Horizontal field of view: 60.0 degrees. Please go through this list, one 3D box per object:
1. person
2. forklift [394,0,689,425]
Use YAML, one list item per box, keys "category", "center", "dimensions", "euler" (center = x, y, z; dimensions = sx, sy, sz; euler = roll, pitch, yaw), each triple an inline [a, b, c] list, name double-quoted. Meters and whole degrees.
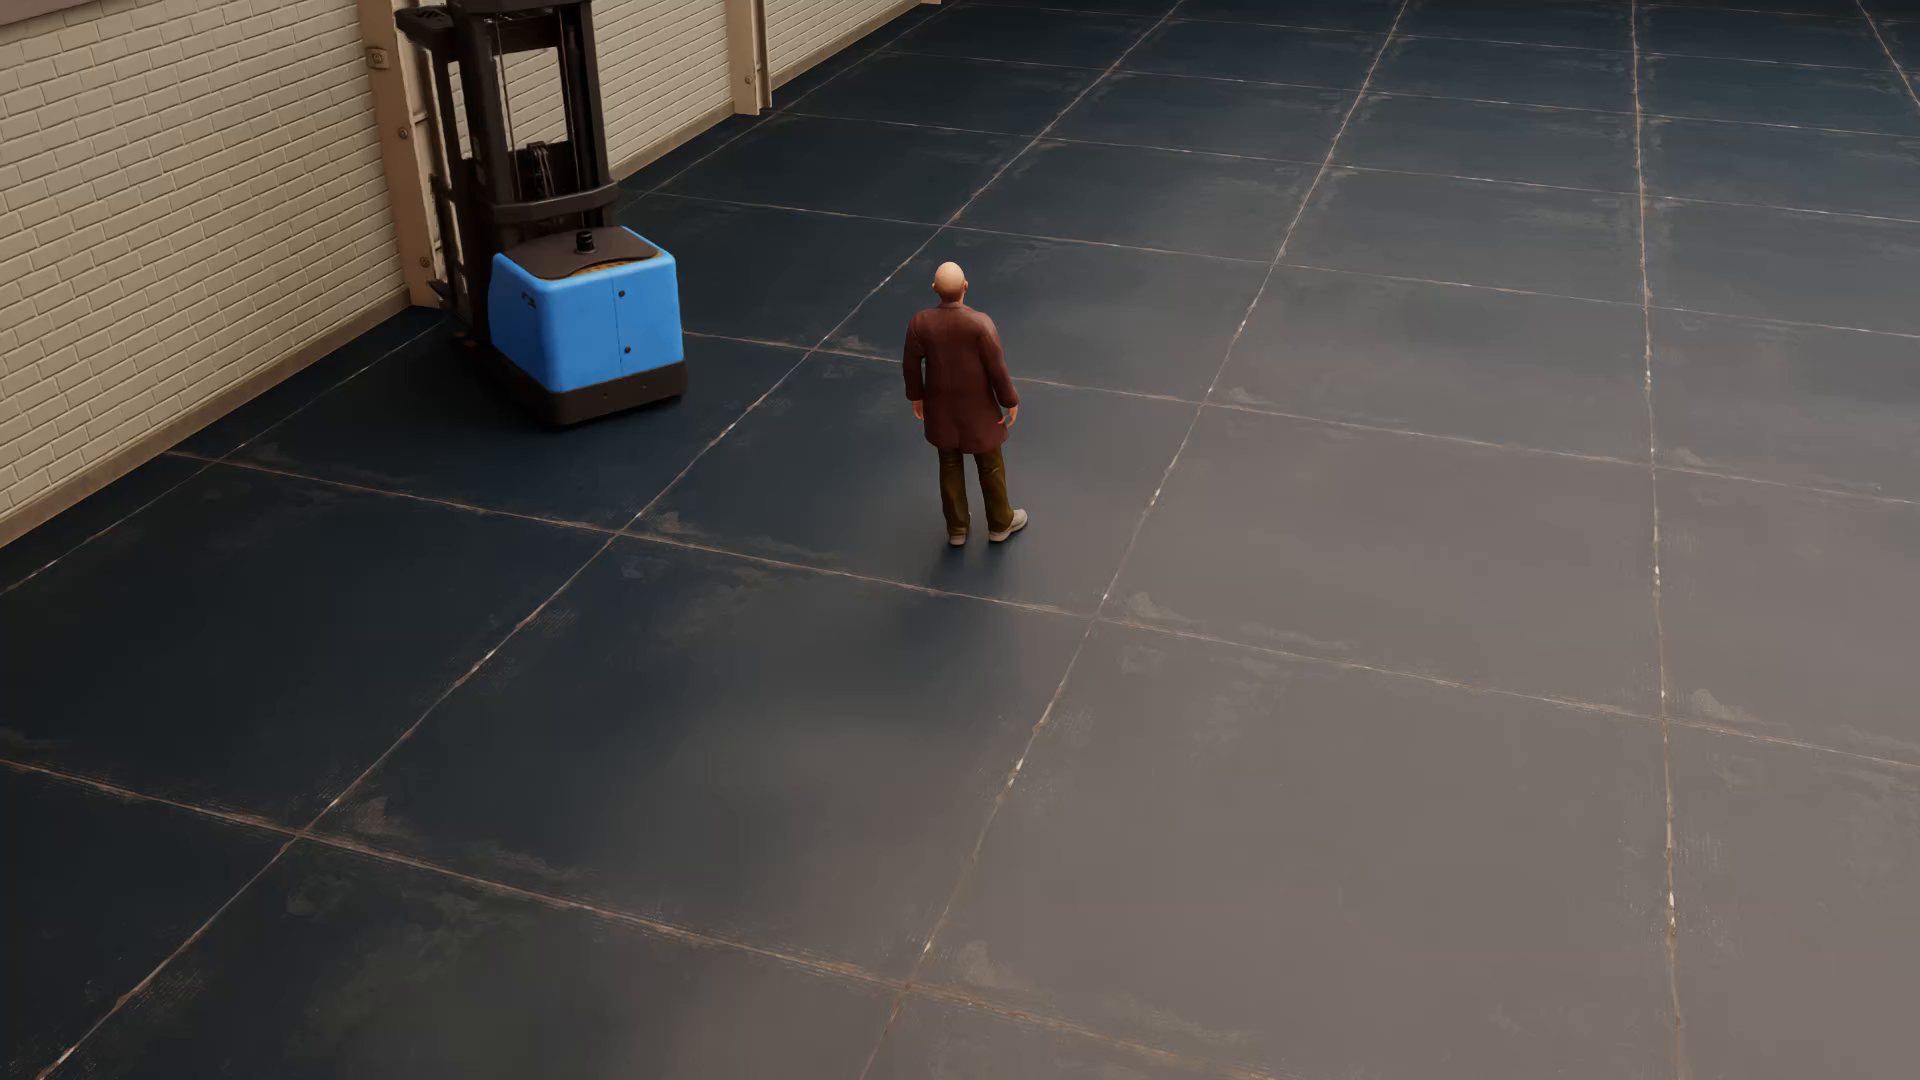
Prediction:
- category: "person"
  center: [0.034, -0.820, 9.725]
  dimensions: [0.696, 1.776, 0.582]
  euler: [10, 31, 16]
- category: "forklift"
  center: [-3.207, -2.729, 11.924]
  dimensions: [1.130, 2.935, 3.031]
  euler: [-20, 35, -31]
